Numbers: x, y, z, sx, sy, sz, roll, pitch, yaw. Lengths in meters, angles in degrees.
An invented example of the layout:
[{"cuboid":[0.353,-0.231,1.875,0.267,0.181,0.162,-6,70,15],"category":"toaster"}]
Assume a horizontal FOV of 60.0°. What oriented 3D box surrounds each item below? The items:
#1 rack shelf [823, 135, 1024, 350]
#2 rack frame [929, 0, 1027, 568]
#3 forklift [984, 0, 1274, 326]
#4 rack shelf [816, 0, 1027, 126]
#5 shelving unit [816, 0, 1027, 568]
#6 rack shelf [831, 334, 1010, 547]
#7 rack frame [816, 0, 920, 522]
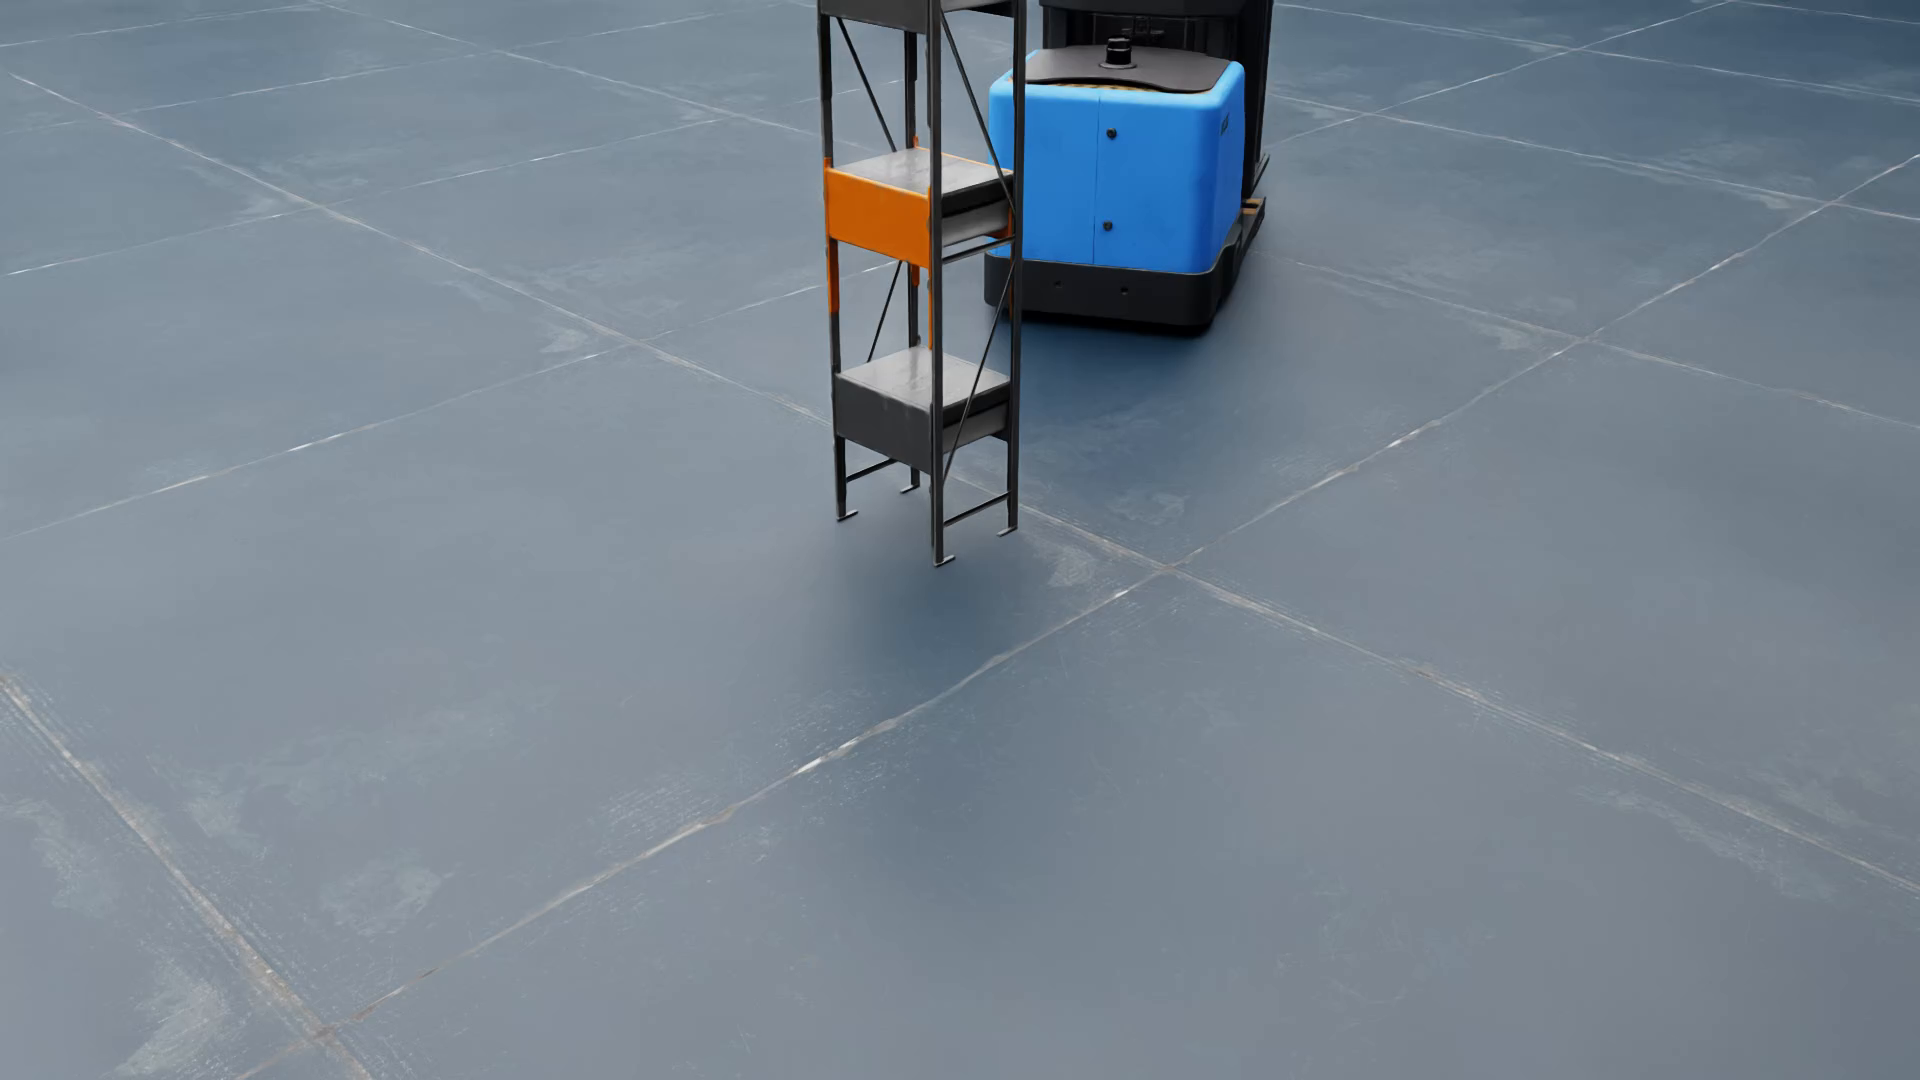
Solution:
[{"cuboid":[-0.118,-0.971,5.370,0.480,0.518,0.431,25,36,38],"category":"rack shelf"},{"cuboid":[0.056,-0.904,5.213,0.015,2.100,0.400,25,36,38],"category":"rack frame"},{"cuboid":[1.013,-2.920,8.154,1.130,2.935,3.031,8,29,14],"category":"forklift"},{"cuboid":[-0.118,-1.591,5.045,0.480,0.518,0.431,25,36,38],"category":"rack shelf"},{"cuboid":[-0.118,-0.983,5.364,0.503,2.100,0.431,25,36,38],"category":"shelving unit"},{"cuboid":[-0.118,-0.352,5.696,0.480,0.518,0.431,25,36,38],"category":"rack shelf"},{"cuboid":[-0.292,-1.063,5.515,0.015,2.100,0.400,25,36,38],"category":"rack frame"}]
